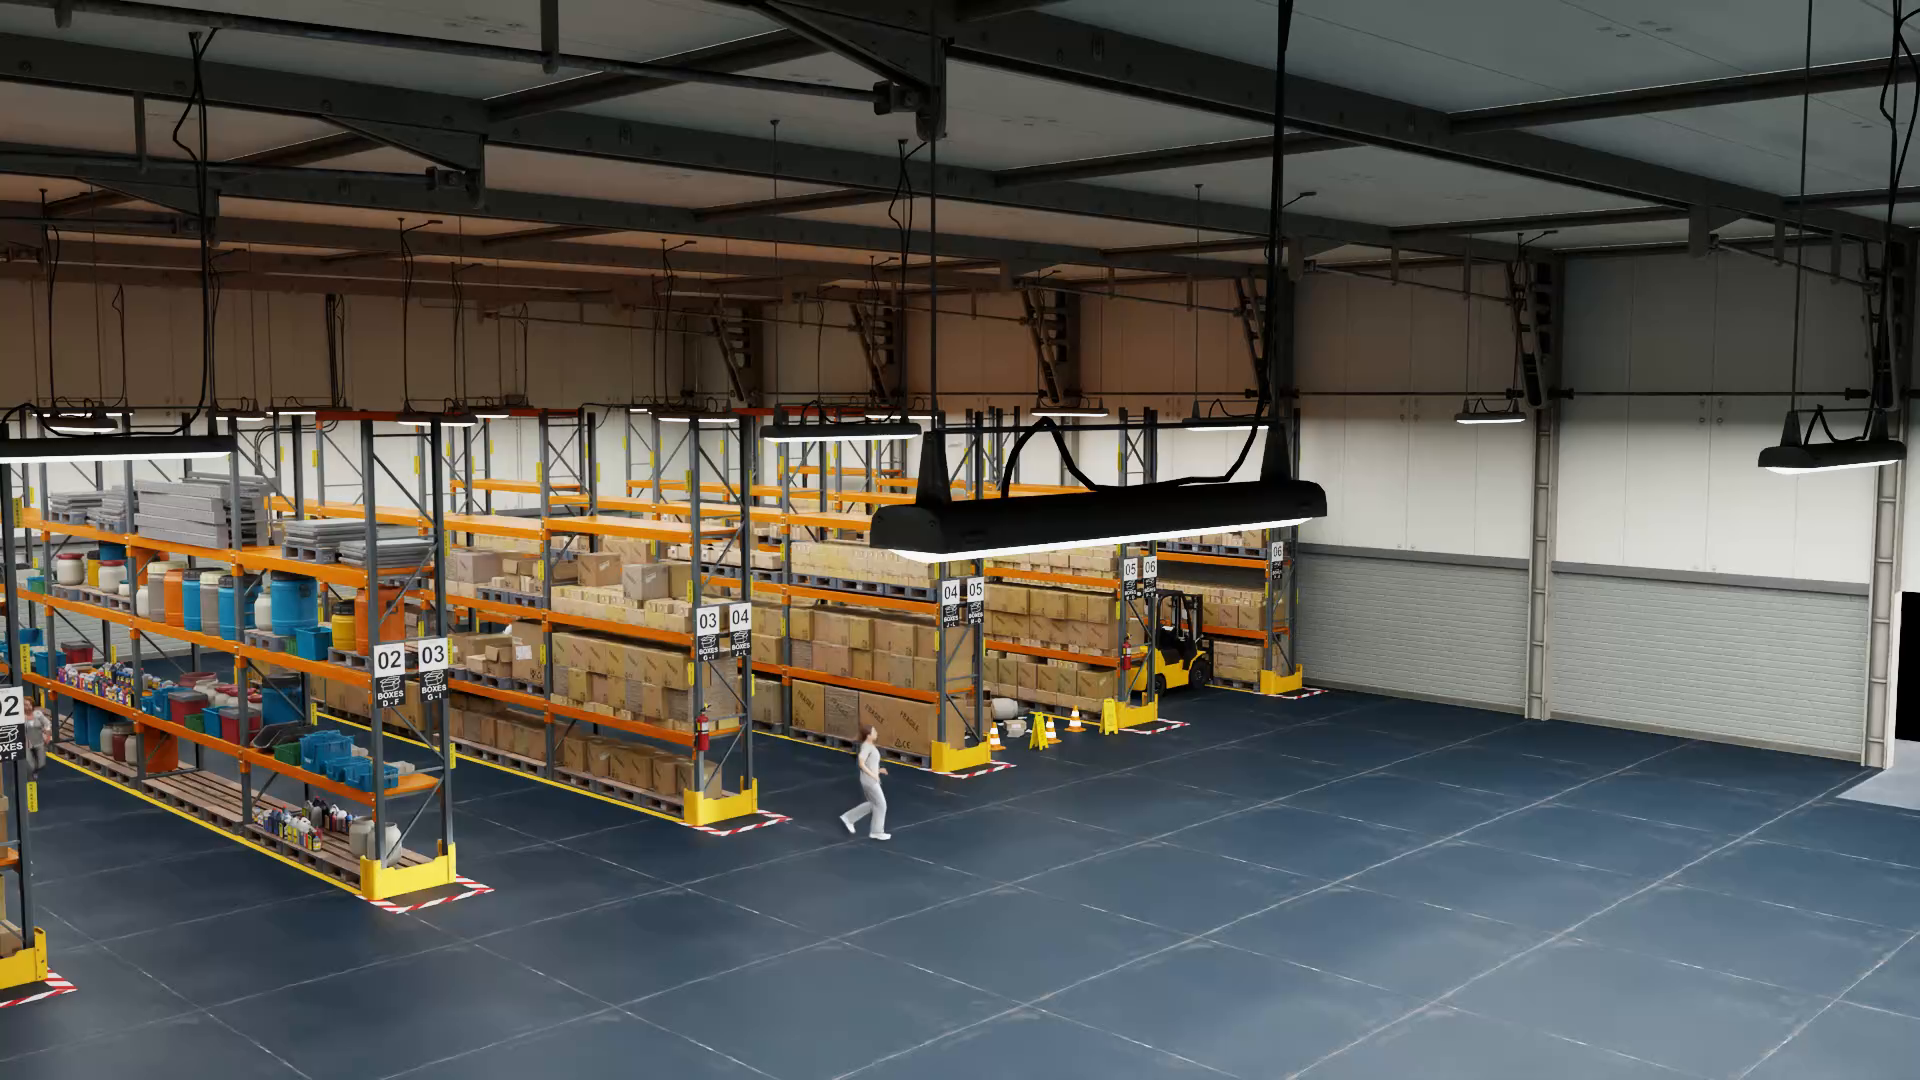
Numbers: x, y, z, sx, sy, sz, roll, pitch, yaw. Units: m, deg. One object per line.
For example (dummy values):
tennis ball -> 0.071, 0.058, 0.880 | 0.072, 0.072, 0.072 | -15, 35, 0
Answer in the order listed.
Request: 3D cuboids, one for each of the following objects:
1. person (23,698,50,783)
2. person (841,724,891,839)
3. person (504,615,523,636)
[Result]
person -> -14.562, 3.294, 26.130 | 0.560, 1.470, 0.605 | -4, 6, -38
person -> -1.338, 3.424, 23.550 | 0.719, 1.653, 0.587 | 0, 5, -4
person -> -9.294, 2.386, 34.978 | 0.748, 1.758, 0.721 | 5, 7, 42
